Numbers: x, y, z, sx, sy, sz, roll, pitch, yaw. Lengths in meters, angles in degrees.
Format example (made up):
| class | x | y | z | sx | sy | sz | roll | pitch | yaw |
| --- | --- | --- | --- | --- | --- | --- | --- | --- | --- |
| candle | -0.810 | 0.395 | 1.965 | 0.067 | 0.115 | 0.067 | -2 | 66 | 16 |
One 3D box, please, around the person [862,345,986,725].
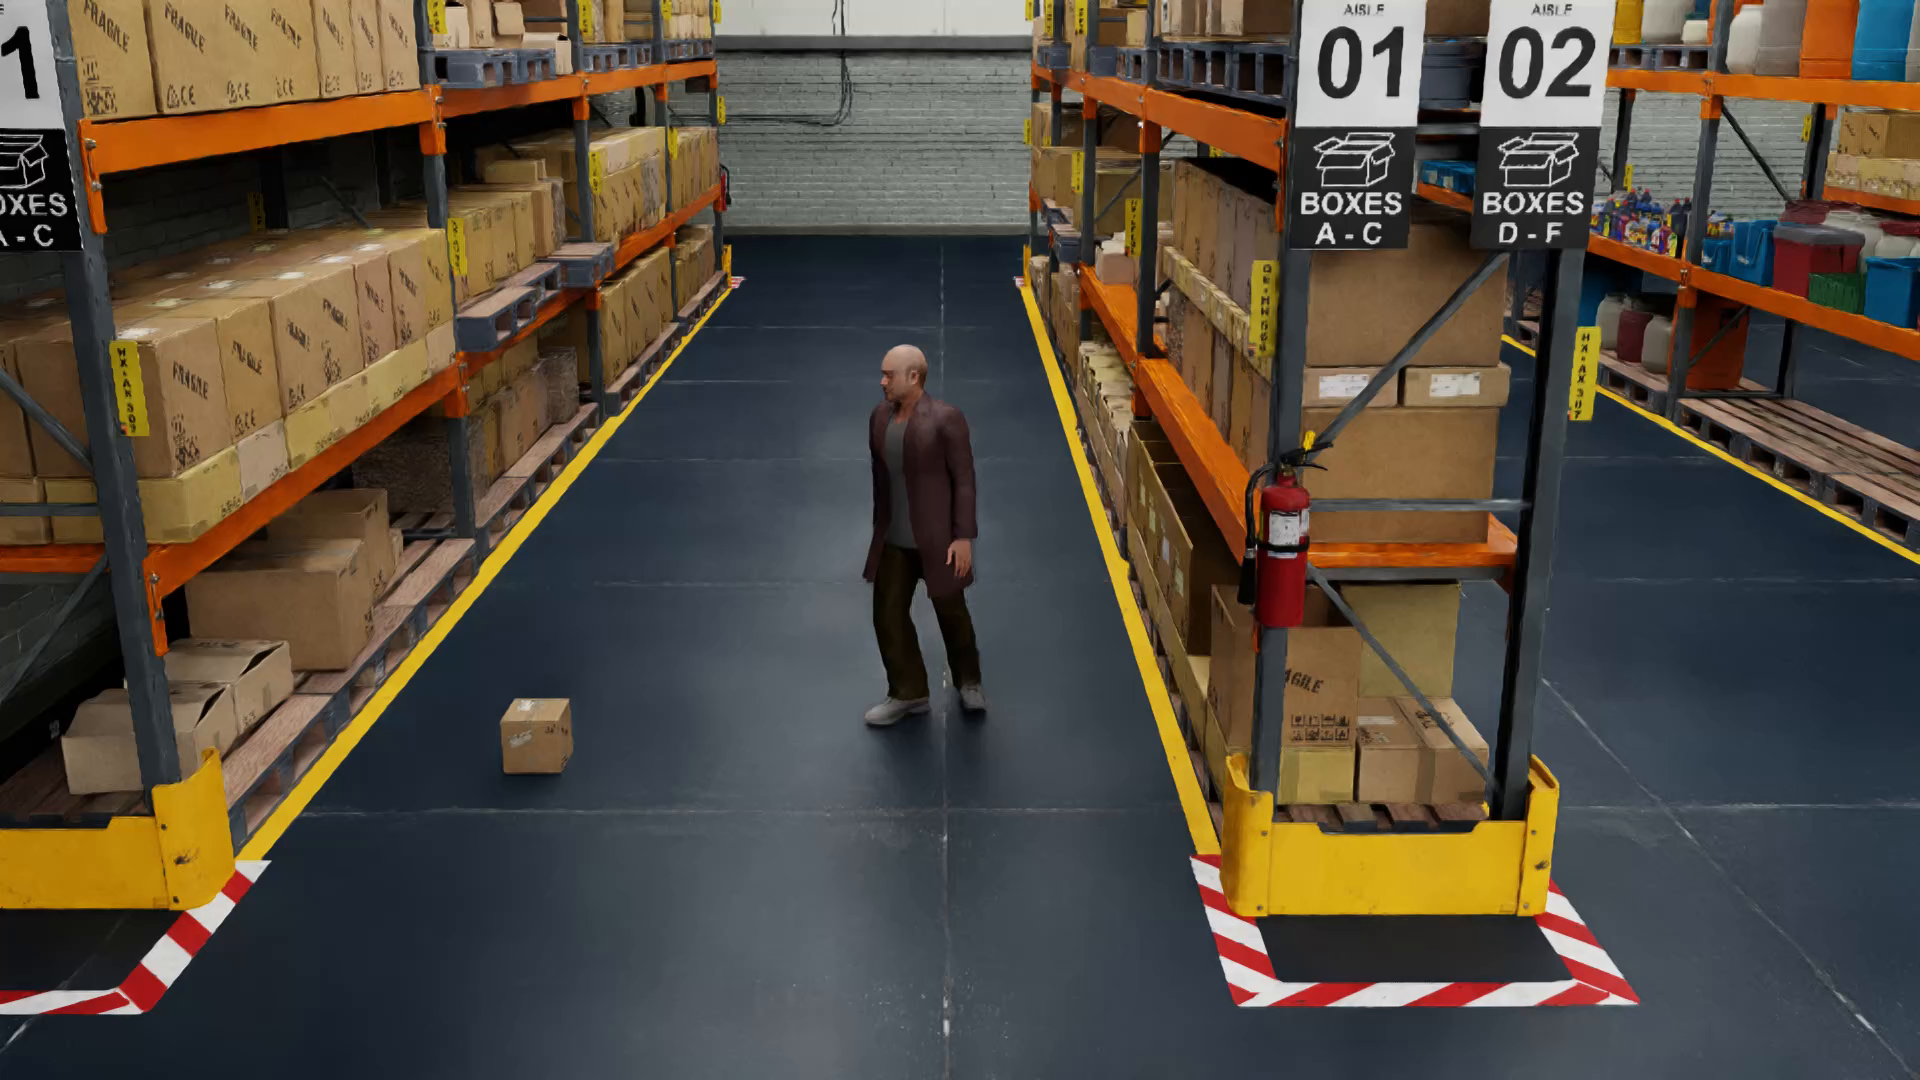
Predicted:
| class | x | y | z | sx | sy | sz | roll | pitch | yaw |
| --- | --- | --- | --- | --- | --- | --- | --- | --- | --- |
| person | -0.158 | -0.032 | 7.677 | 0.608 | 1.769 | 0.641 | 11 | 20 | 32 |
